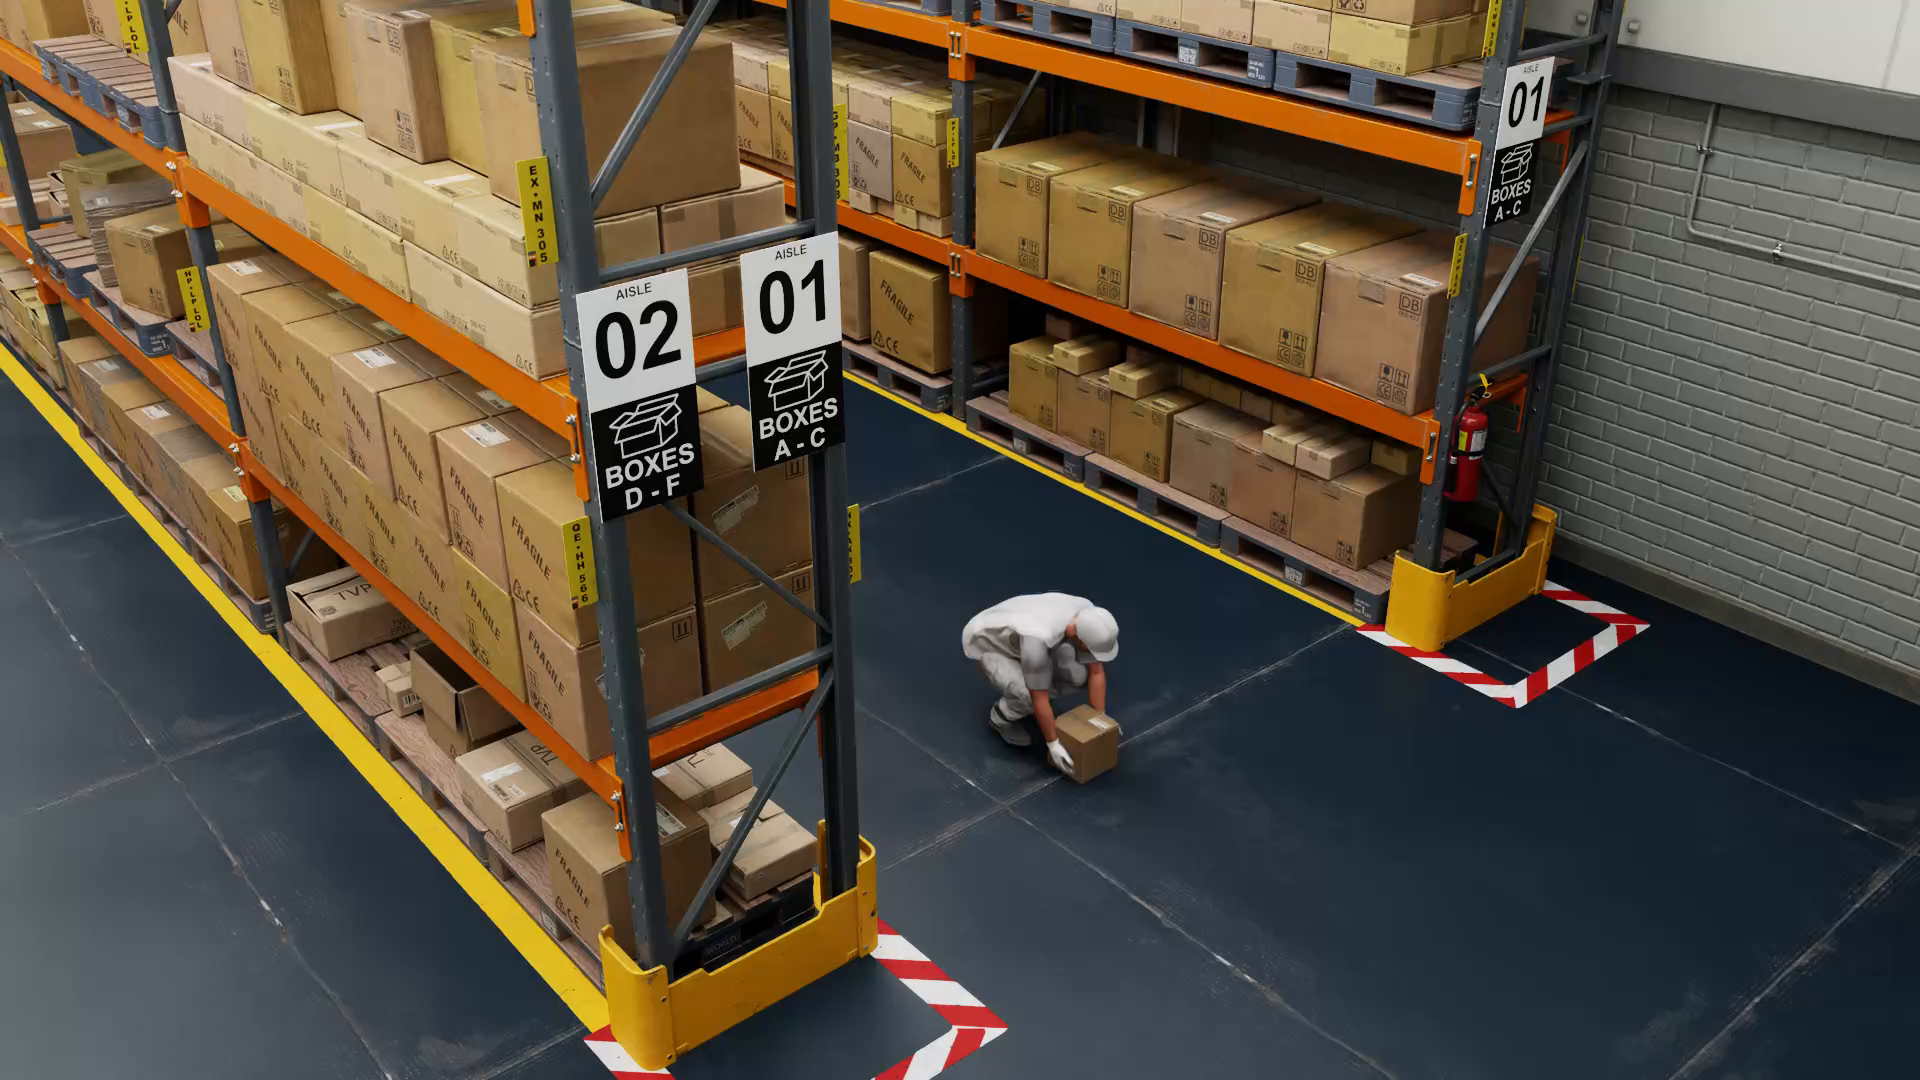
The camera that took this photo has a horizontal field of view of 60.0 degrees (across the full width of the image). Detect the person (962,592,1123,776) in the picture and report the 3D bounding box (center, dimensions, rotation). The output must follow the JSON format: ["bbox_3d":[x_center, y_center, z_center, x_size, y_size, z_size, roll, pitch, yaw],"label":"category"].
[{"bbox_3d":[0.419,0.615,8.409,0.559,0.882,0.888,-22,35,-35],"label":"person"}]
